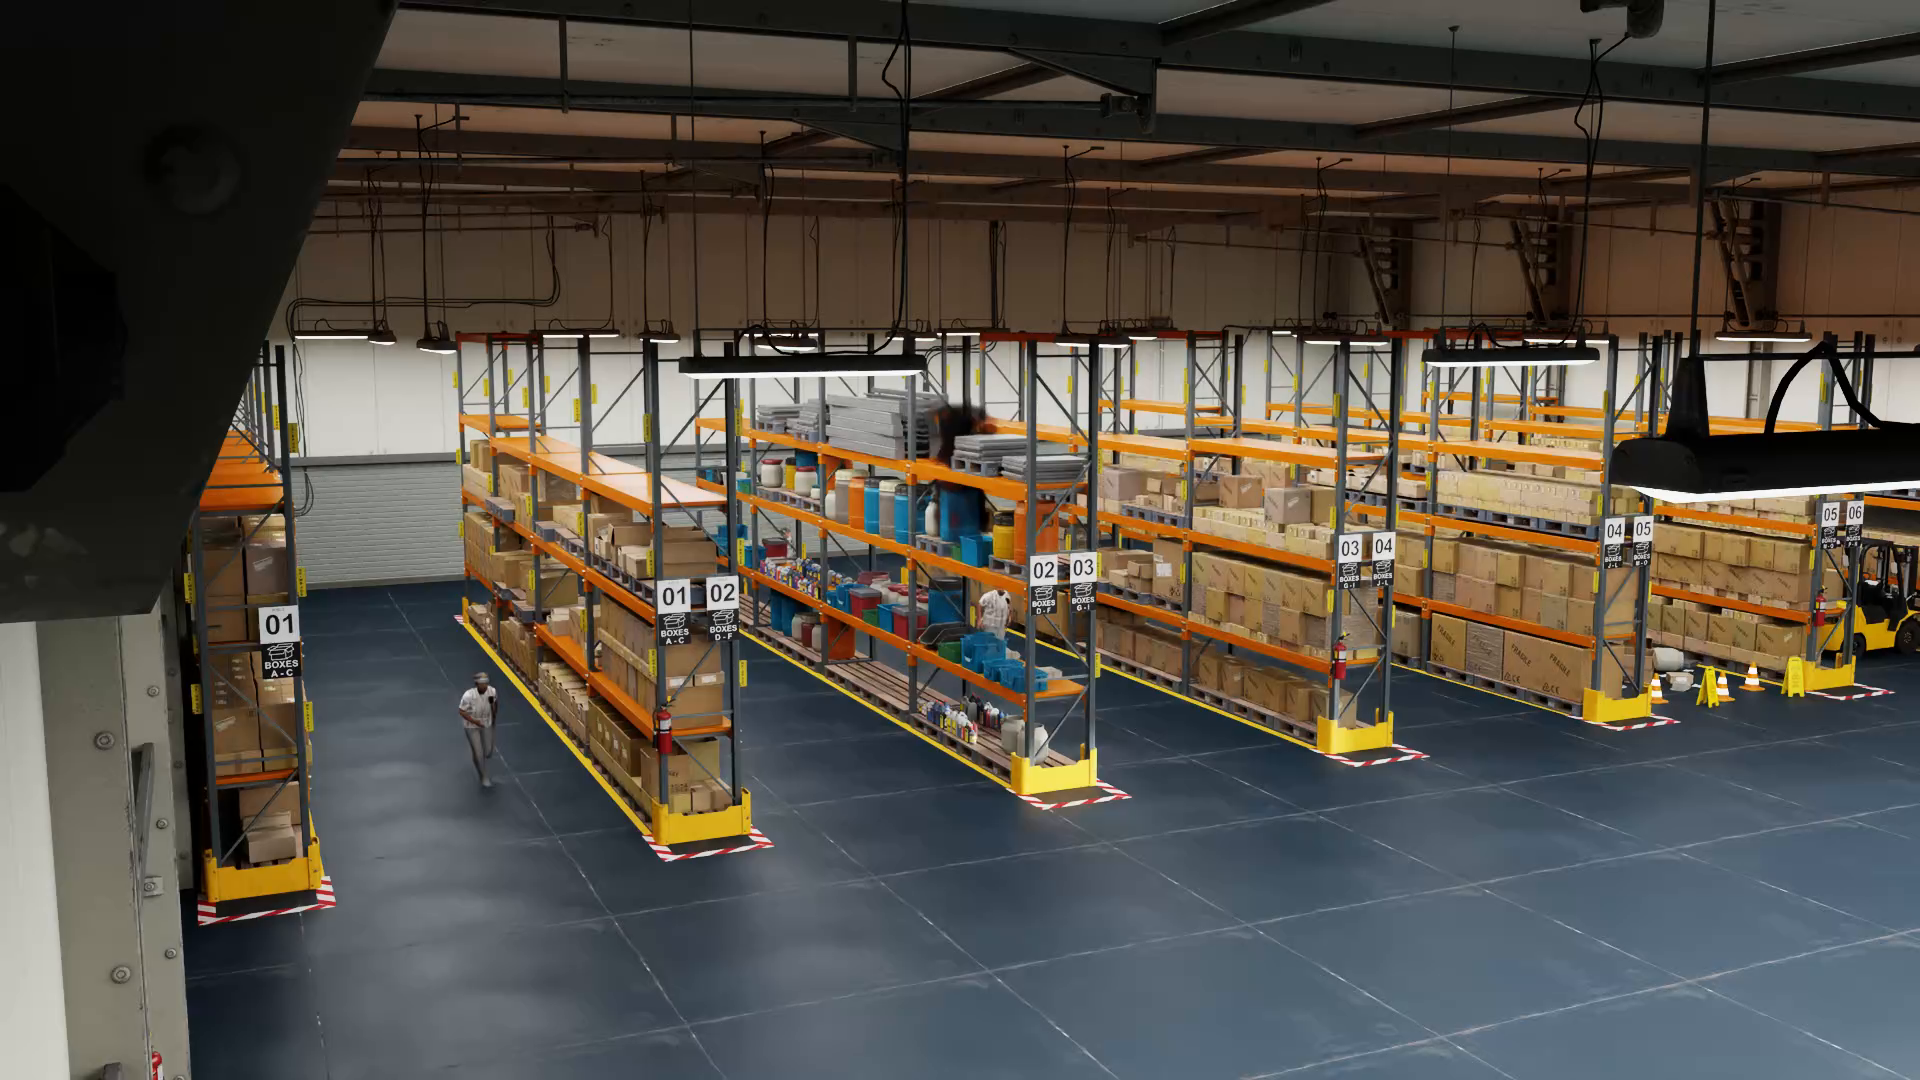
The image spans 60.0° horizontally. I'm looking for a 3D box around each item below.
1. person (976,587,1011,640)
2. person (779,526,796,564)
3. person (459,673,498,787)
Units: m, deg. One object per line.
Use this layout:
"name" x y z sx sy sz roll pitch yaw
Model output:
"person" 0.608 1.490 29.764 0.654 1.710 0.678 -6 10 -40
"person" -3.925 0.471 37.577 0.514 1.613 0.620 4 9 27
"person" -6.504 2.534 22.494 0.558 1.622 0.707 -4 9 -27
